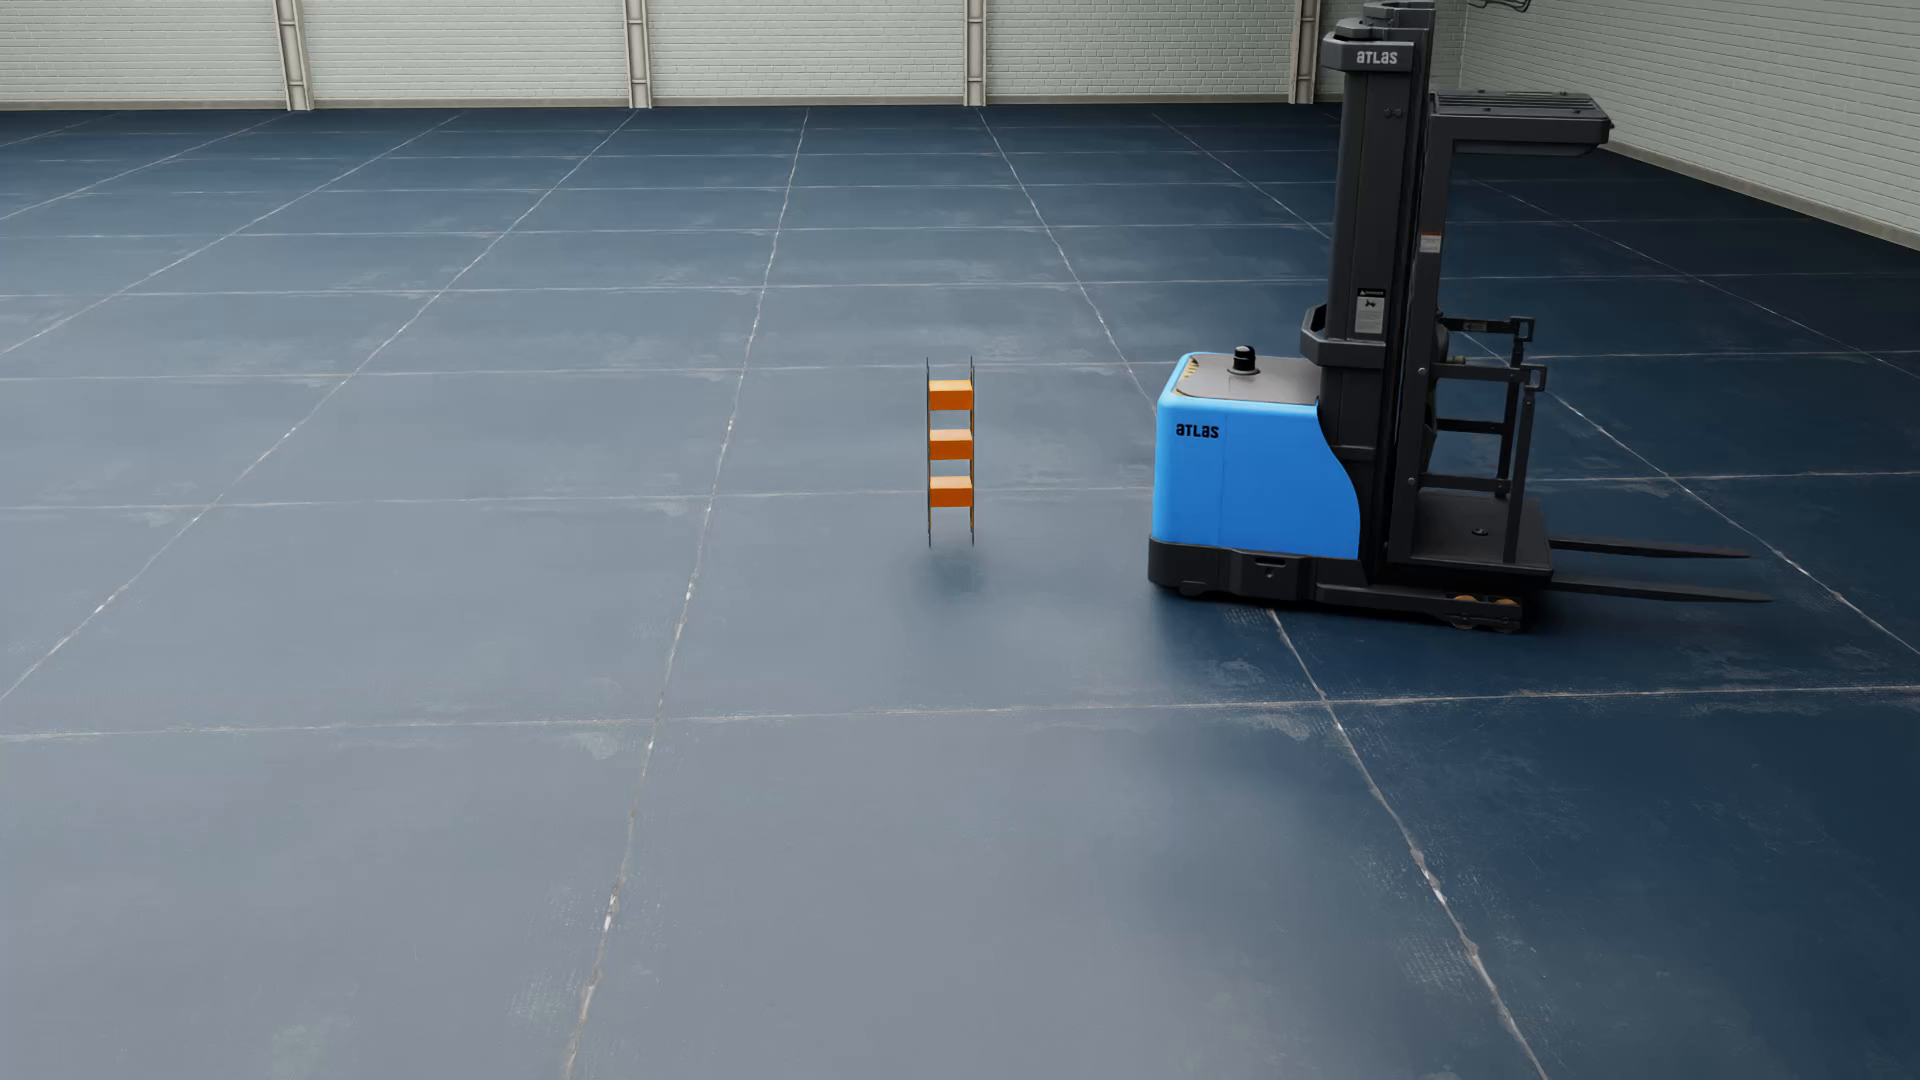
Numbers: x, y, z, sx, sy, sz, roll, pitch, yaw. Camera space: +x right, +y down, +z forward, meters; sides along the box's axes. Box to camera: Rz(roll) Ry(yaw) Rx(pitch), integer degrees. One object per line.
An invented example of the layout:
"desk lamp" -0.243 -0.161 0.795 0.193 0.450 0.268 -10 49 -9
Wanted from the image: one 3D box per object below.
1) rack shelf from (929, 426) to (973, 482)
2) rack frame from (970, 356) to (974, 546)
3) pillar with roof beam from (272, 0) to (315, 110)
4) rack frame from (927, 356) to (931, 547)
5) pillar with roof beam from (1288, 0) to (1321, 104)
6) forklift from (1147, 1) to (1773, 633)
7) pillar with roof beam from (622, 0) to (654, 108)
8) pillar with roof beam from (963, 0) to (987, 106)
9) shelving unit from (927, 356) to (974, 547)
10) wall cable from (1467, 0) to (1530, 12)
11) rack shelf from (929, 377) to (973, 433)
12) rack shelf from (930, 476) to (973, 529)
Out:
"rack shelf" -0.053 -0.480 9.272 0.240 0.259 0.215 -1 21 -3
"rack frame" 0.068 -0.492 9.275 0.008 1.050 0.200 -1 21 -3
"pillar with roof beam" -11.470 -10.338 23.965 0.400 9.000 9.100 -1 21 -3
"rack frame" -0.175 -0.487 9.262 0.008 1.050 0.200 -1 21 -3
"pillar with roof beam" 6.501 -10.704 24.925 0.400 9.000 9.100 -1 21 -3
"forklift" 2.559 -1.117 8.274 3.031 2.935 1.130 5 21 14
"pillar with roof beam" -5.480 -10.460 24.285 0.400 9.000 9.100 -1 21 -3
"pillar with roof beam" 0.510 -10.582 24.605 0.400 9.000 9.100 -1 21 -3
"shelving unit" -0.053 -0.490 9.268 0.252 1.050 0.215 -1 21 -3
"wall cable" 9.271 -10.372 28.417 0.112 2.526 3.097 -1 21 -3
"rack shelf" -0.053 -0.745 9.171 0.240 0.259 0.215 -1 21 -3
"rack shelf" -0.053 -0.220 9.371 0.240 0.259 0.215 -1 21 -3
